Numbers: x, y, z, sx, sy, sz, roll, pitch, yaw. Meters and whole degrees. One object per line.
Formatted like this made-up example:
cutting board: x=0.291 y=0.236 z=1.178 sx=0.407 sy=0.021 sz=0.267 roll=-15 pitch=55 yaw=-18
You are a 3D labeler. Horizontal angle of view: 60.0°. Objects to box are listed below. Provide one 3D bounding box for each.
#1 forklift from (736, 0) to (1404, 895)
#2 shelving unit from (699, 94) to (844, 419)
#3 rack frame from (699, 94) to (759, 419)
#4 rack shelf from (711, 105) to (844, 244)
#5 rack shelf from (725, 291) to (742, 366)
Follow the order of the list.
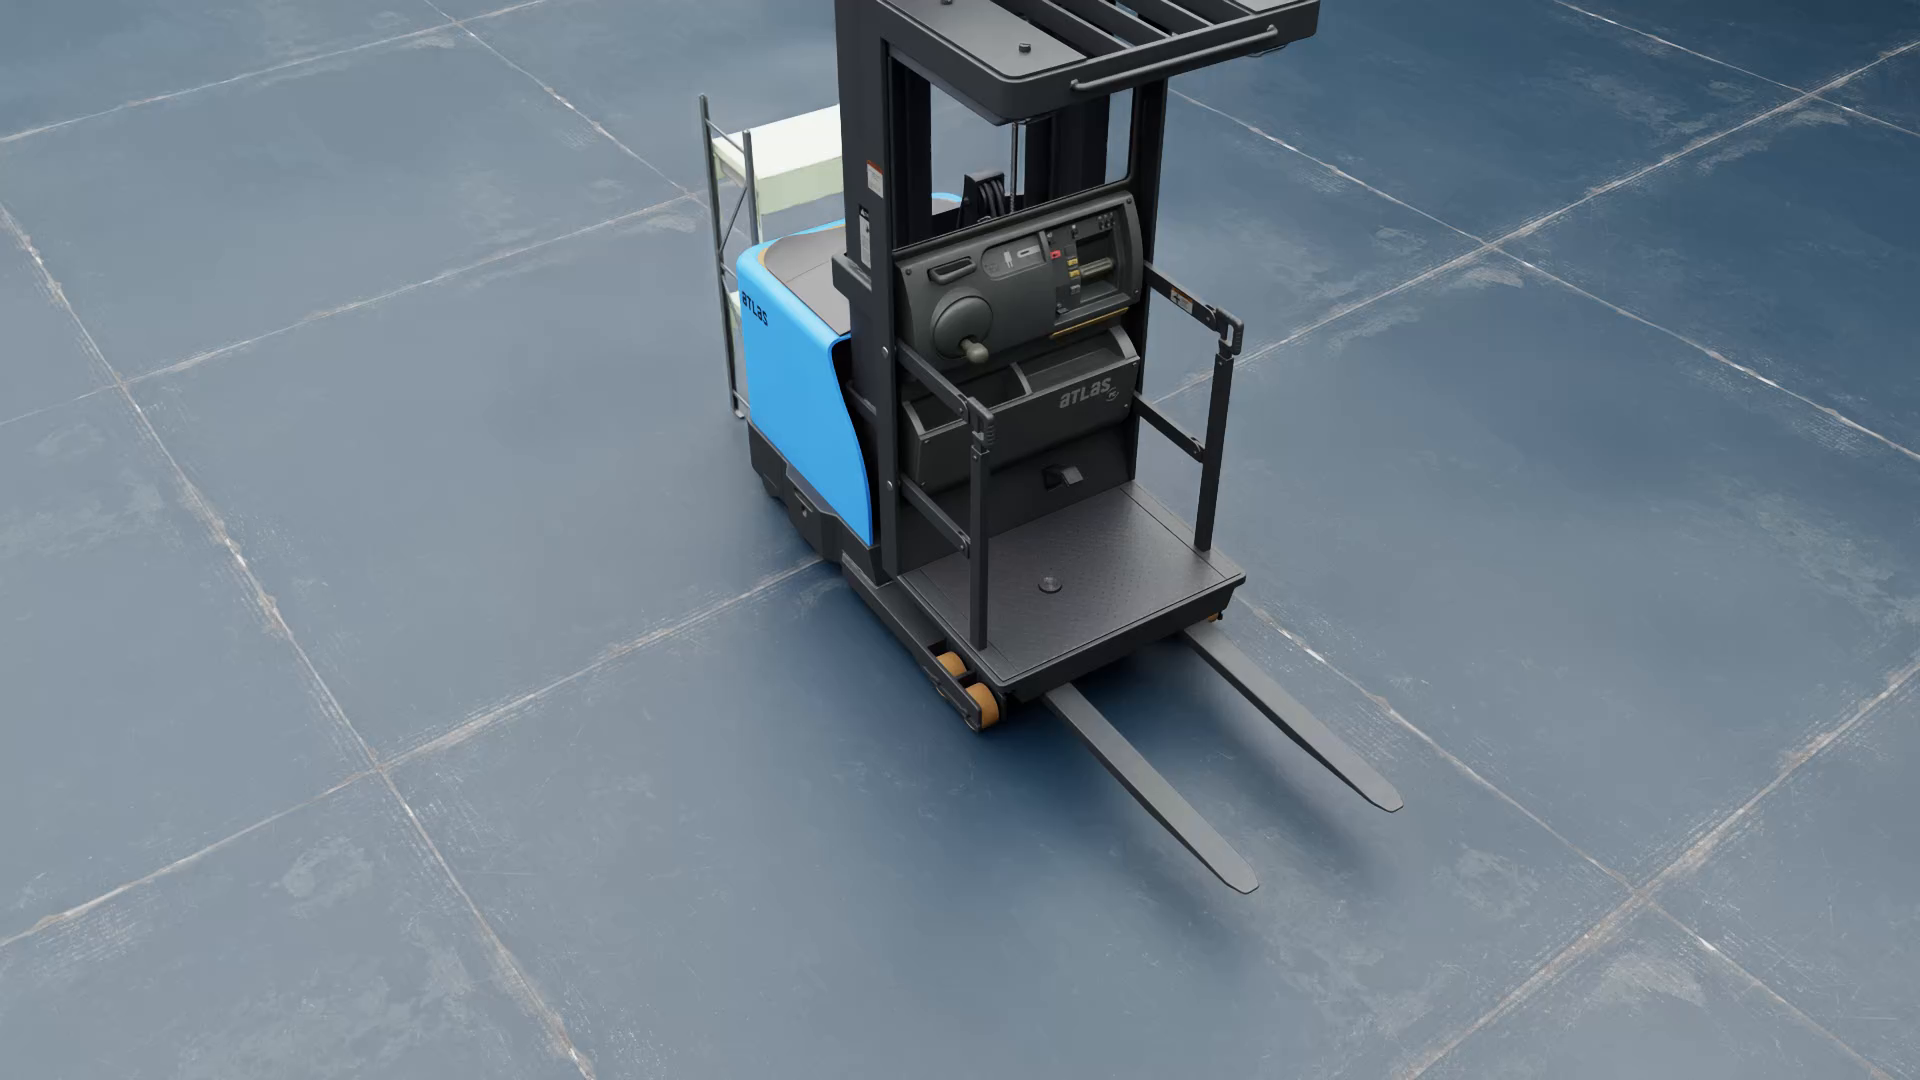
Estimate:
forklift: x=0.336 y=-0.801 z=5.415 sx=1.130 sy=2.935 sz=3.031 roll=-22 pitch=44 yaw=-25
shelving unit: x=-0.601 y=-1.189 z=7.015 sx=0.755 sy=1.500 sz=0.431 roll=-23 pitch=45 yaw=-25
rack frame: x=-0.907 y=-1.062 z=6.860 sx=0.023 sy=1.500 sz=0.400 roll=-23 pitch=45 yaw=-25
rack shelf: x=-0.600 y=-1.490 z=6.767 sx=0.720 sy=0.370 sz=0.431 roll=-23 pitch=45 yaw=-25
rack shelf: x=-0.601 y=-0.938 z=7.223 sx=0.720 sy=0.370 sz=0.431 roll=-23 pitch=45 yaw=-25
